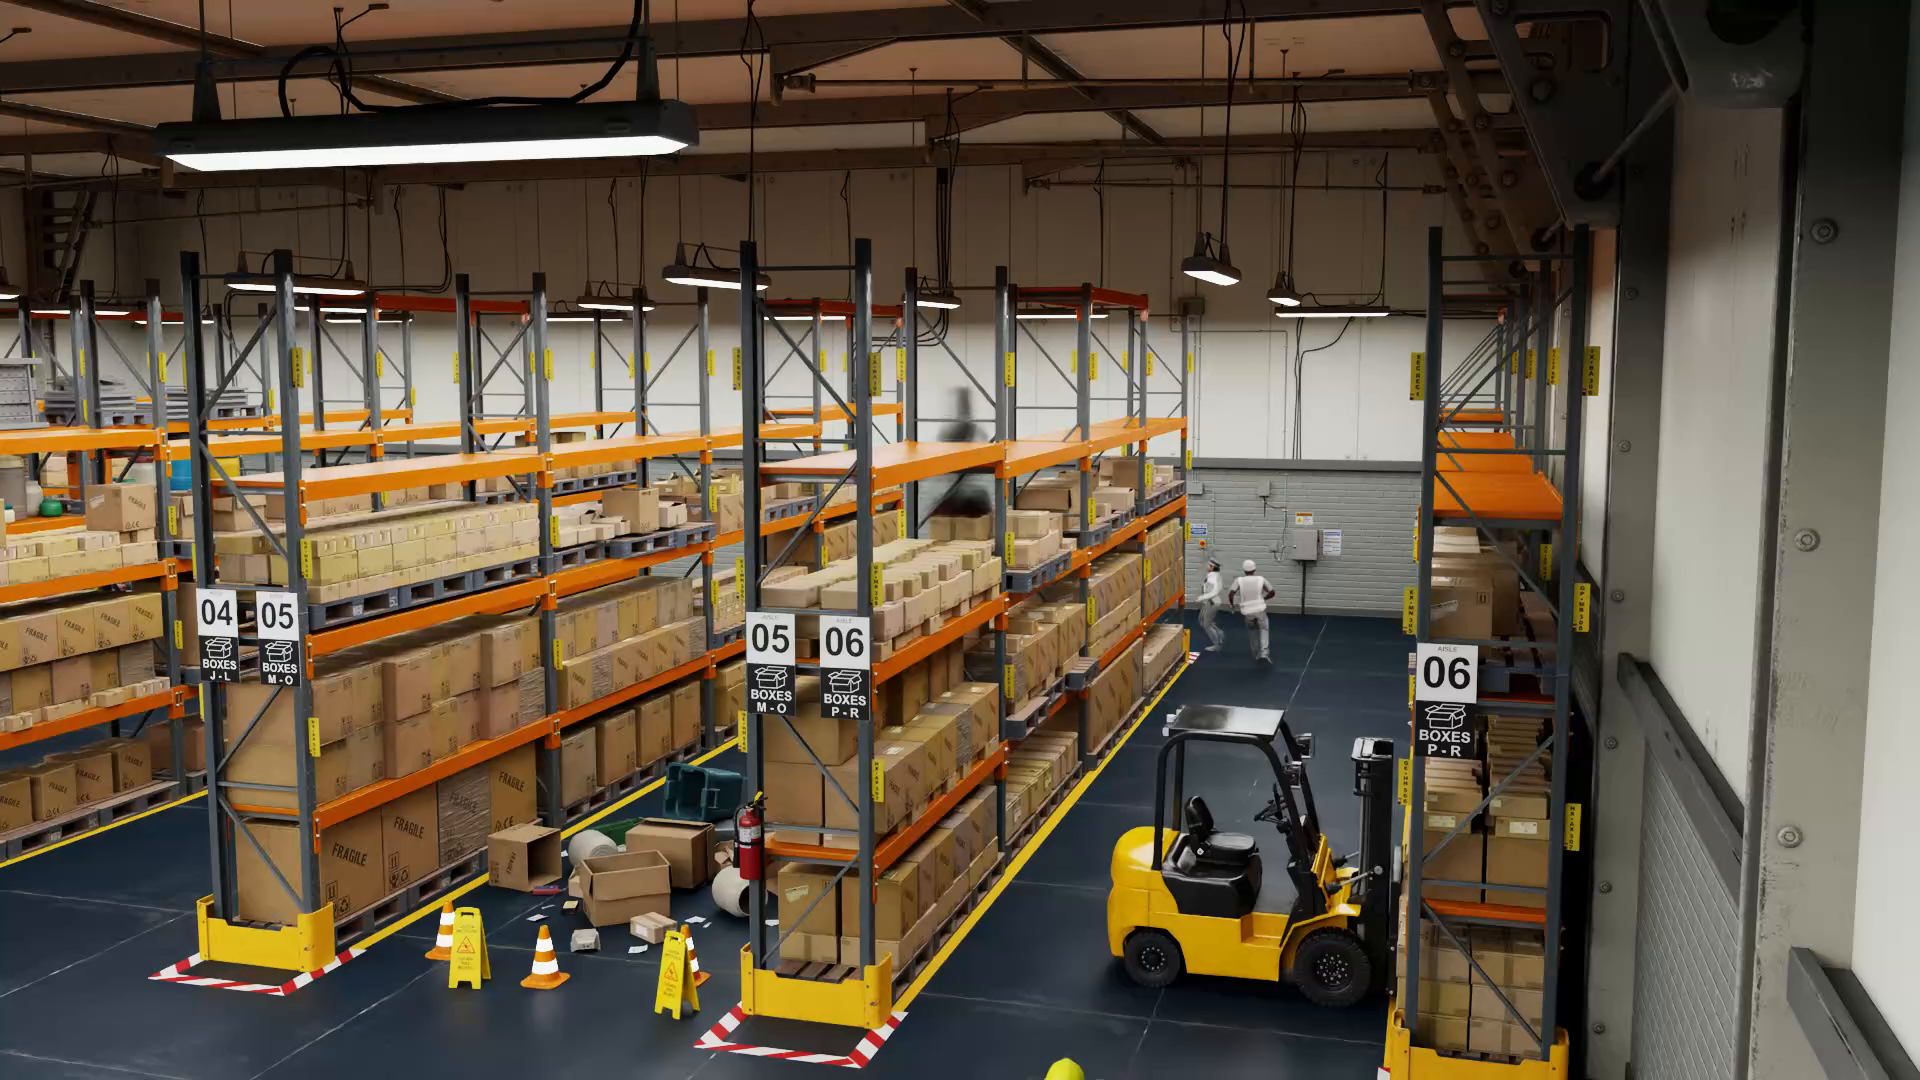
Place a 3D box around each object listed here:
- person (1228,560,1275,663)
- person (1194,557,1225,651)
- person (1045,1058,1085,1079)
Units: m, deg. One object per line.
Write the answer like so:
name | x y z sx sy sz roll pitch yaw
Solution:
person | 4.867 1.191 27.694 0.747 1.758 0.904 2 7 15
person | 4.349 1.110 28.895 0.534 1.652 0.593 1 7 10
person | 0.573 3.387 8.638 0.719 1.713 1.018 0 6 4
